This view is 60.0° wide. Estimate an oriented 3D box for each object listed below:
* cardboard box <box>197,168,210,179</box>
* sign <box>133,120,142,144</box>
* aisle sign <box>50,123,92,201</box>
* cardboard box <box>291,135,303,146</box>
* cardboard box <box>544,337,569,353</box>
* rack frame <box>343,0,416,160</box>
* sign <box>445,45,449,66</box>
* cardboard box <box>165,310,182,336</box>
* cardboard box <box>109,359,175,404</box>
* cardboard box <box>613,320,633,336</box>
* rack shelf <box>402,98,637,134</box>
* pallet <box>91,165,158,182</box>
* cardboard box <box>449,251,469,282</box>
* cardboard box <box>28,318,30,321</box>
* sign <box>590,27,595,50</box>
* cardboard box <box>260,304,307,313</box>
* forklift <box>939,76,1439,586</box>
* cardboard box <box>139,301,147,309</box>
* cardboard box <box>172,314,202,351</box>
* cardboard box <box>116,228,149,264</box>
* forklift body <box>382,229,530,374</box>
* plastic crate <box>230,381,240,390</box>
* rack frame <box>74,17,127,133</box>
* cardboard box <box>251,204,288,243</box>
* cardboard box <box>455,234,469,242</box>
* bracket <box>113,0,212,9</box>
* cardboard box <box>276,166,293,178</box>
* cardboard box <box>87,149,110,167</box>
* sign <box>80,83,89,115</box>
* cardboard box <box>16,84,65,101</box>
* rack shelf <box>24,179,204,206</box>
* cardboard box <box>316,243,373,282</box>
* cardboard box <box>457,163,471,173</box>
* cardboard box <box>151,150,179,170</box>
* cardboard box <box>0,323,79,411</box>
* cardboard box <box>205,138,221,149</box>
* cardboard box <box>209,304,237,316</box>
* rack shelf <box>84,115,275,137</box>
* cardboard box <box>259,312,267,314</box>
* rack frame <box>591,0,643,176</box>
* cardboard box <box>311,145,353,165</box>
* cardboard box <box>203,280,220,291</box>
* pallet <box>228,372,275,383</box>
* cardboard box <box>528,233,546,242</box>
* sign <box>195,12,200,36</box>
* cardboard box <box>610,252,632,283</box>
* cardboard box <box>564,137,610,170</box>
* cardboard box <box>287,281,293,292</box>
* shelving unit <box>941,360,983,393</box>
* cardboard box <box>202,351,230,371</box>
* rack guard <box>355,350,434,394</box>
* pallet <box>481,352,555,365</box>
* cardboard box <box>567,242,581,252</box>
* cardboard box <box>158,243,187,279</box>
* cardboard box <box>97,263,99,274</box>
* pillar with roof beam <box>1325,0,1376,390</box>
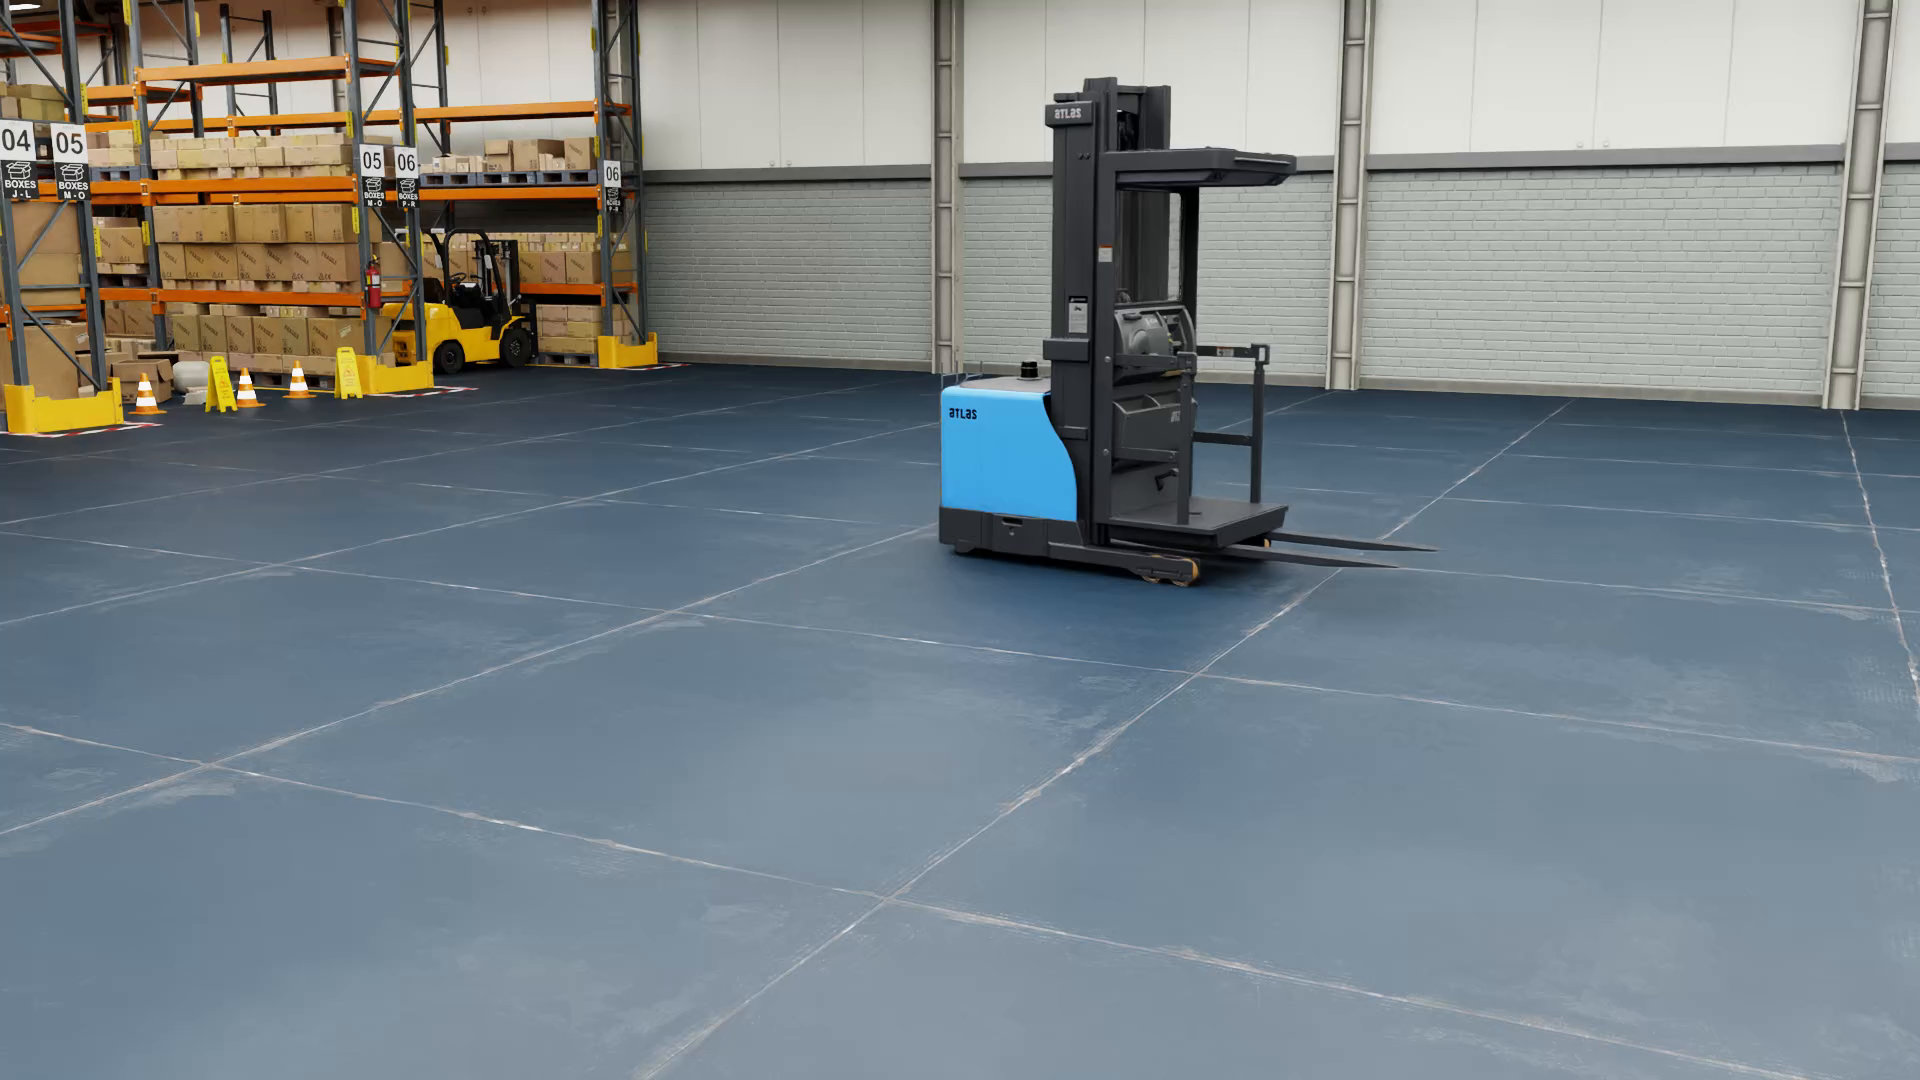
[{"bbox_3d":[-10.262,-5.032,22.894,0.250,0.149,0.380,5,12,28],"label":"cardboard box"},{"bbox_3d":[-11.364,-5.636,22.970,0.005,0.325,0.100,5,11,26],"label":"sign"},{"bbox_3d":[-9.438,-4.009,17.658,0.004,0.787,0.394,5,11,26],"label":"aisle sign"},{"bbox_3d":[-8.624,-5.282,22.036,0.250,0.149,0.380,5,11,26],"label":"cardboard box"},{"bbox_3d":[-6.344,-3.160,26.807,0.500,0.250,0.500,5,11,26],"label":"cardboard box"},{"bbox_3d":[-7.534,-6.438,21.533,0.127,3.000,1.000,5,11,26],"label":"rack frame"},{"bbox_3d":[-8.661,-8.170,28.038,0.005,0.325,0.100,5,11,26],"label":"sign"},{"bbox_3d":[-14.379,-4.005,30.774,0.500,0.500,0.500,5,11,24],"label":"cardboard box"},{"bbox_3d":[-10.230,-1.991,20.821,0.637,0.503,0.797,-2,11,-14],"label":"cardboard box"},{"bbox_3d":[-5.671,-3.449,27.000,0.500,0.250,0.500,5,12,27],"label":"cardboard box"},{"bbox_3d":[-7.135,-6.838,26.886,4.000,0.370,1.077,5,11,26],"label":"rack shelf"},{"bbox_3d":[-11.628,-5.250,23.921,1.003,0.211,1.213,5,11,26],"label":"pallet"},{"bbox_3d":[-8.172,-4.528,27.546,0.500,0.500,0.500,5,12,27],"label":"cardboard box"},{"bbox_3d":[-18.004,-4.322,32.526,0.500,0.500,0.500,5,12,27],"label":"cardboard box"},{"bbox_3d":[-5.594,-7.644,25.352,0.005,0.325,0.100,5,11,26],"label":"sign"},{"bbox_3d":[-11.962,-3.896,29.823,0.625,0.625,0.875,5,12,28],"label":"cardboard box"},{"bbox_3d":[1.366,-1.278,10.063,3.031,2.935,1.130,7,12,34],"label":"forklift"},{"bbox_3d":[-15.129,-4.402,31.149,0.250,0.149,0.380,5,11,25],"label":"cardboard box"},{"bbox_3d":[-10.712,-2.934,23.455,0.500,0.500,0.500,6,12,29],"label":"cardboard box"},{"bbox_3d":[-11.637,-4.203,23.735,0.500,0.500,0.500,5,11,25],"label":"cardboard box"},{"bbox_3d":[-7.849,-3.719,25.741,1.214,2.155,2.313,5,11,26],"label":"forklift body"},{"bbox_3d":[-10.076,-2.110,22.662,0.583,0.080,0.402,1,10,6],"label":"plastic crate"},{"bbox_3d":[-16.103,-8.176,31.140,0.127,3.000,1.000,5,11,26],"label":"rack frame"},{"bbox_3d":[-9.043,-4.244,22.331,0.500,0.500,0.700,5,11,25],"label":"cardboard box"},{"bbox_3d":[-8.081,-4.975,27.357,0.250,0.149,0.380,5,12,27],"label":"cardboard box"},{"bbox_3d":[-13.788,-9.853,30.295,4.783,0.066,0.076,5,11,26],"label":"bracket"},{"bbox_3d":[-8.881,-4.905,22.192,0.250,0.149,0.380,5,11,25],"label":"cardboard box"},{"bbox_3d":[-12.161,-5.473,23.869,0.500,0.250,0.500,5,11,27],"label":"cardboard box"},{"bbox_3d":[-9.383,-4.720,17.791,0.005,0.325,0.100,5,11,26],"label":"sign"},{"bbox_3d":[-9.792,-4.765,17.719,0.250,0.149,0.380,5,11,26],"label":"cardboard box"},{"bbox_3d":[-12.915,-5.081,24.477,4.000,0.370,1.077,5,11,26],"label":"rack shelf"},{"bbox_3d":[-8.143,-3.680,22.025,0.500,0.500,0.500,5,11,25],"label":"cardboard box"},{"bbox_3d":[-7.971,-6.058,27.102,0.250,0.149,0.380,5,12,28],"label":"cardboard box"},{"bbox_3d":[-10.848,-5.271,23.096,0.500,0.250,0.500,5,11,25],"label":"cardboard box"},{"bbox_3d":[-10.271,-1.891,18.044,0.875,0.875,0.875,5,11,26],"label":"cardboard box"},{"bbox_3d":[-10.036,-5.394,22.656,0.250,0.149,0.380,5,11,24],"label":"cardboard box"},{"bbox_3d":[-10.165,-3.194,23.067,0.250,0.149,0.380,6,12,28],"label":"cardboard box"},{"bbox_3d":[-14.309,-7.468,30.369,4.000,0.370,1.077,5,11,26],"label":"rack shelf"},{"bbox_3d":[-10.015,-2.980,23.709,0.500,0.500,0.500,5,12,27],"label":"cardboard box"},{"bbox_3d":[-5.341,-7.231,25.915,0.127,3.000,1.000,5,11,26],"label":"rack frame"},{"bbox_3d":[-8.113,-5.032,21.772,0.500,0.250,0.500,5,11,25],"label":"cardboard box"},{"bbox_3d":[-10.273,-3.549,23.120,0.250,0.149,0.380,5,12,28],"label":"cardboard box"},{"bbox_3d":[-10.504,-2.382,23.796,1.213,0.211,1.003,5,11,26],"label":"pallet"},{"bbox_3d":[-6.711,-4.853,26.686,0.250,0.149,0.380,5,12,27],"label":"cardboard box"},{"bbox_3d":[-10.865,-7.337,23.655,0.005,0.325,0.100,5,11,26],"label":"sign"},{"bbox_3d":[-5.663,-4.411,26.901,0.500,0.500,0.500,5,12,28],"label":"cardboard box"},{"bbox_3d":[-5.846,-6.056,26.105,0.500,0.500,0.500,5,12,28],"label":"cardboard box"},{"bbox_3d":[-8.873,-3.441,22.528,0.250,0.149,0.380,5,11,27],"label":"cardboard box"},{"bbox_3d":[0.013,-0.589,11.117,0.189,1.200,0.258,5,11,26],"label":"shelving unit"},{"bbox_3d":[-10.228,-2.525,23.299,0.500,0.250,0.500,6,12,29],"label":"cardboard box"},{"bbox_3d":[-7.603,-2.262,22.323,0.348,0.500,1.175,5,11,26],"label":"rack guard"},{"bbox_3d":[-7.136,-3.057,27.526,1.213,0.211,1.003,5,11,26],"label":"pallet"},{"bbox_3d":[-6.019,-4.645,26.371,0.250,0.149,0.380,5,12,27],"label":"cardboard box"},{"bbox_3d":[-10.850,-3.917,23.336,0.500,0.500,0.500,5,11,26],"label":"cardboard box"},{"bbox_3d":[-12.411,-3.938,24.093,0.250,0.149,0.380,5,11,26],"label":"cardboard box"},{"bbox_3d":[3.289,-5.797,17.990,0.400,9.000,9.100,5,11,26],"label":"pillar with roof beam"}]
